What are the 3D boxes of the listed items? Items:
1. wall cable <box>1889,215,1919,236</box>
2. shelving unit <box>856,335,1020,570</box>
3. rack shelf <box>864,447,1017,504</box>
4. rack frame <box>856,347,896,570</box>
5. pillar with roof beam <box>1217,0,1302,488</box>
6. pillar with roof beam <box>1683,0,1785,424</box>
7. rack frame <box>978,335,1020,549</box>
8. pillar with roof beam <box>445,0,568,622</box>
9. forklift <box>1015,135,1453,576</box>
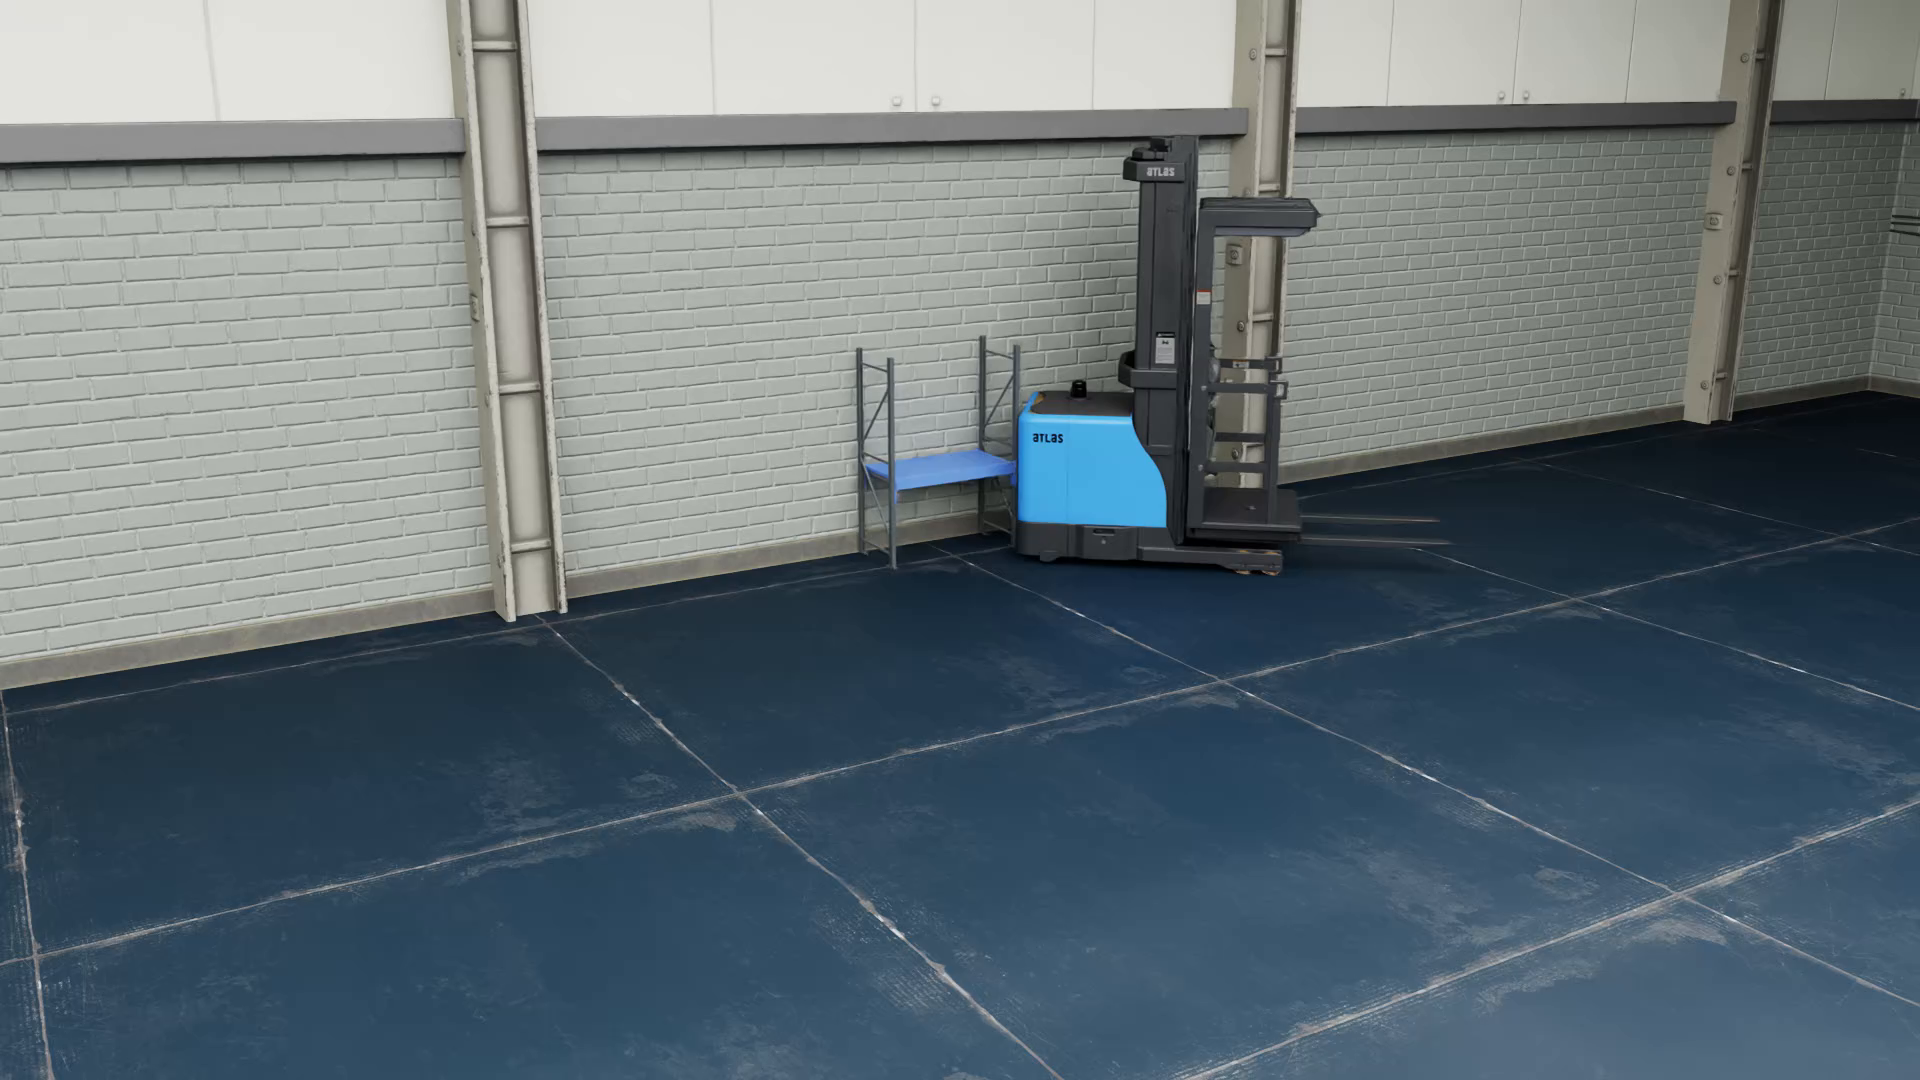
[{"bbox_3d":[10.712,-4.152,16.302,0.112,2.526,3.097,-9,18,-30],"label":"wall cable"},{"bbox_3d":[-0.153,-0.644,11.910,1.048,1.500,0.538,-10,19,-30],"label":"shelving unit"},{"bbox_3d":[-0.153,-0.471,11.960,1.000,0.185,0.538,-10,19,-30],"label":"rack shelf"},{"bbox_3d":[-0.589,-0.570,11.658,0.032,1.500,0.500,-10,19,-30],"label":"rack frame"},{"bbox_3d":[4.580,-3.713,8.985,0.400,9.000,9.100,-9,18,-30],"label":"pillar with roof beam"},{"bbox_3d":[9.723,-4.547,11.960,0.400,9.000,9.100,-9,18,-30],"label":"pillar with roof beam"},{"bbox_3d":[0.282,-0.717,12.162,0.032,1.500,0.500,-10,19,-30],"label":"rack frame"},{"bbox_3d":[-0.564,-2.879,6.010,0.400,9.000,9.100,-9,18,-30],"label":"pillar with roof beam"},{"bbox_3d":[1.956,-1.319,11.684,3.031,2.935,1.130,2,16,8],"label":"forklift"}]
